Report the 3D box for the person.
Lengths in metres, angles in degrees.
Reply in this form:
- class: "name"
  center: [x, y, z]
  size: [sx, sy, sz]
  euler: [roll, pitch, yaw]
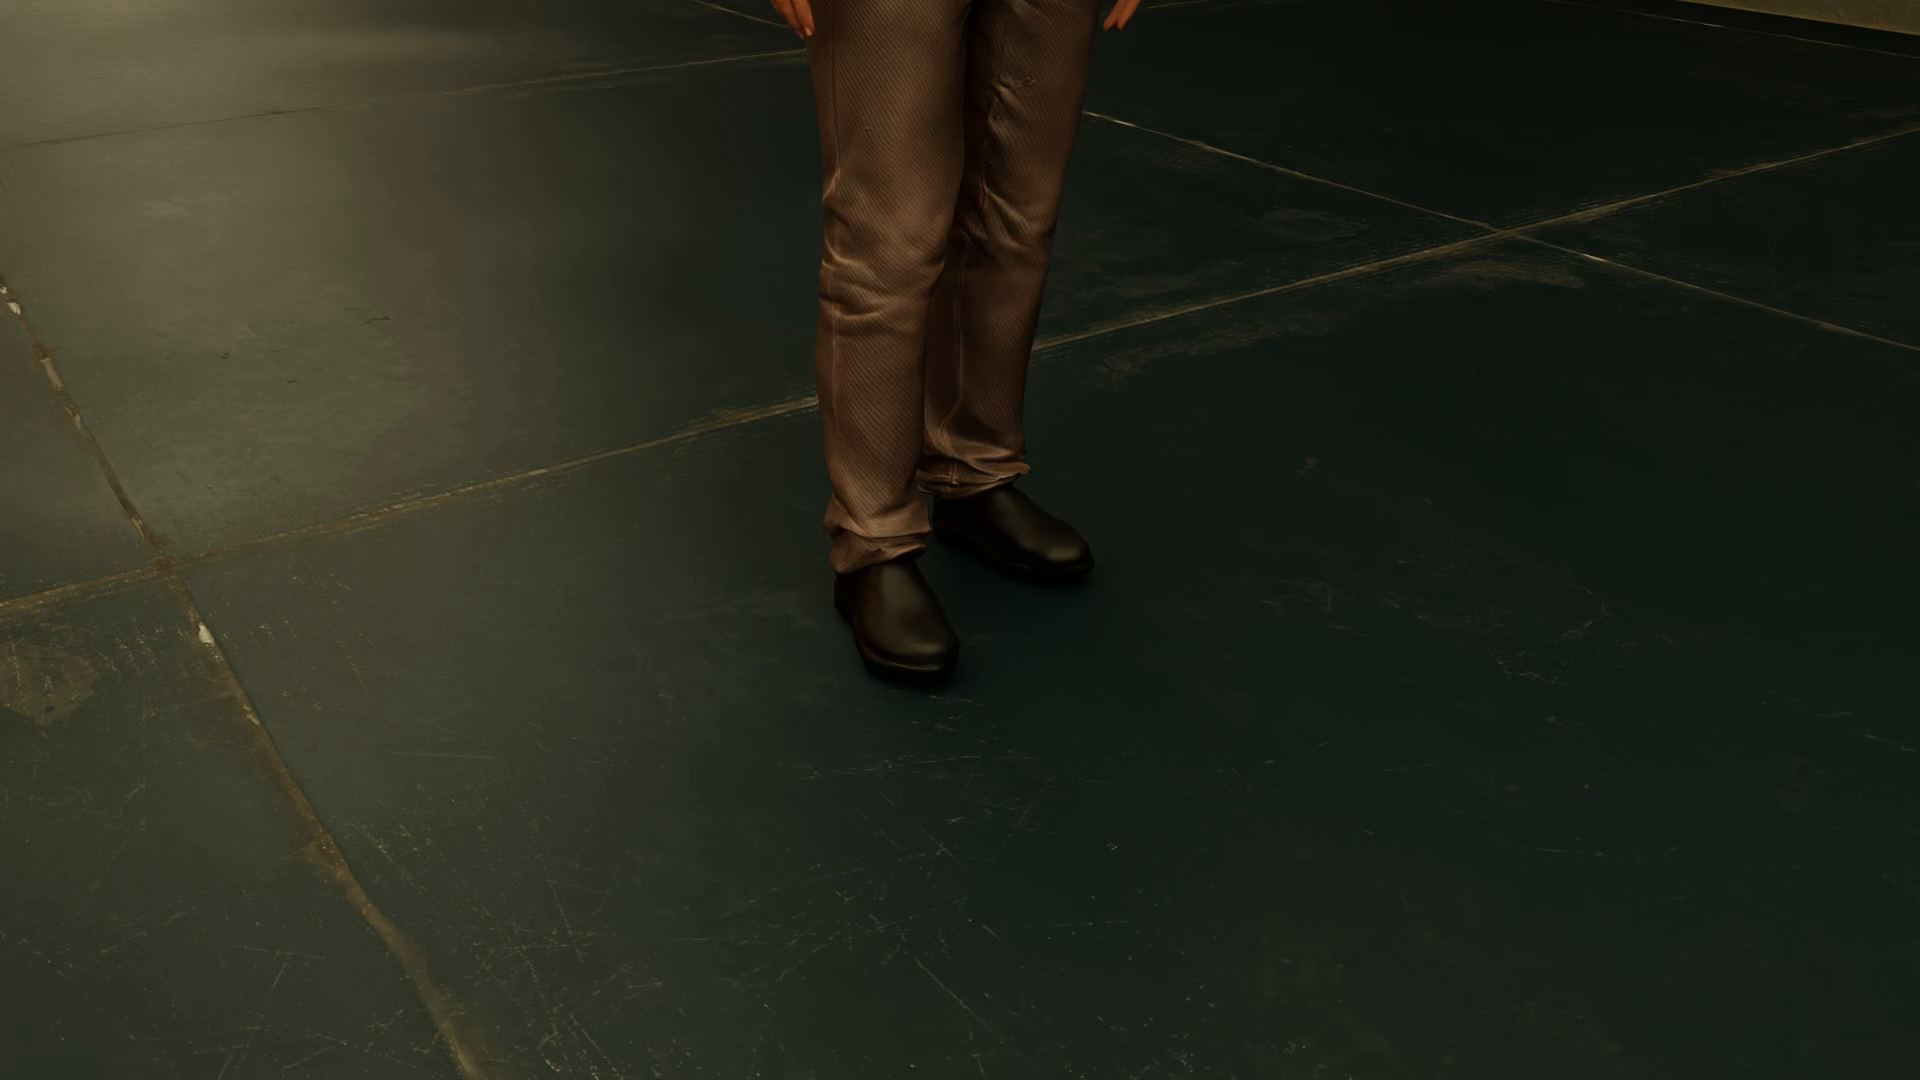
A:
- class: "person"
  center: [0.030, -0.751, 2.061]
  size: [0.634, 1.722, 0.566]
  euler: [-17, 31, -31]
